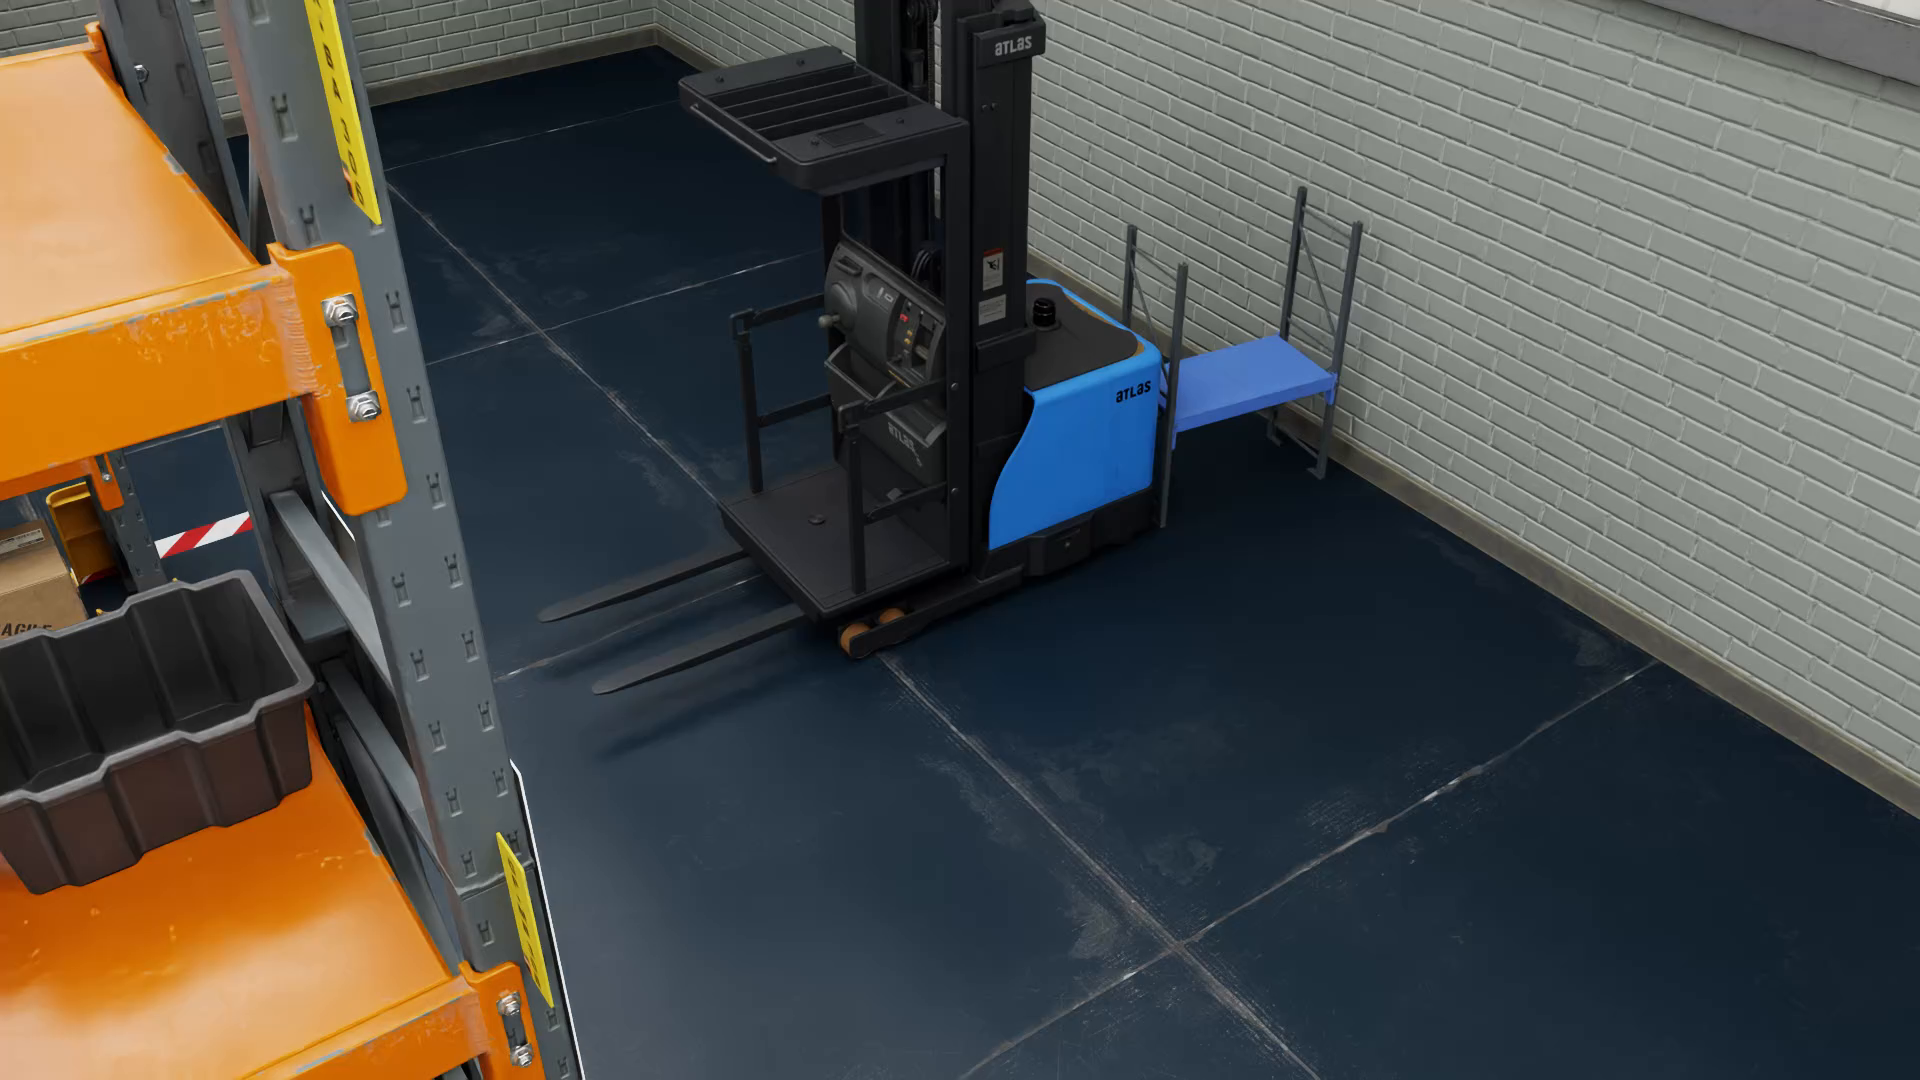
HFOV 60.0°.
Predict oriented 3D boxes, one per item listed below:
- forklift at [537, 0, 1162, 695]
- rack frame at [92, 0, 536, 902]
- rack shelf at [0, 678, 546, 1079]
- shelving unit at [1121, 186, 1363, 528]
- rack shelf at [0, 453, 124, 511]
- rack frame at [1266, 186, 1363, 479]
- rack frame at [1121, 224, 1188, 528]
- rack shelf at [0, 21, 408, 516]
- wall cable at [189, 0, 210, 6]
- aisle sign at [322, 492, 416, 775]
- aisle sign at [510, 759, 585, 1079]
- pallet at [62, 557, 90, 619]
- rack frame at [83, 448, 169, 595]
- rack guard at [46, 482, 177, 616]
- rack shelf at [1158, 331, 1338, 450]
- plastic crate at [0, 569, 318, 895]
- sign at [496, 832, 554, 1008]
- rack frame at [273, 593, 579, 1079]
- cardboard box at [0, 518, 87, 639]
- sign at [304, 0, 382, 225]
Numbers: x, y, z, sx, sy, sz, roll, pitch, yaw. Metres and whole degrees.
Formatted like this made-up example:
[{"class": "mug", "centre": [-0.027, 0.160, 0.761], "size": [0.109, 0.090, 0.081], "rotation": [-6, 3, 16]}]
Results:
[{"class": "forklift", "centre": [-0.517, -0.988, 7.427], "size": [3.031, 2.935, 1.130], "rotation": [-21, 41, -27]}, {"class": "rack frame", "centre": [-1.026, -0.905, 2.115], "size": [0.127, 3.000, 1.000], "rotation": [-22, 41, -28]}, {"class": "rack shelf", "centre": [-2.661, 1.277, 2.266], "size": [4.000, 0.370, 1.077], "rotation": [-22, 41, -28]}, {"class": "shelving unit", "centre": [1.399, -0.938, 8.583], "size": [1.048, 1.500, 0.538], "rotation": [-16, 39, -21]}, {"class": "rack shelf", "centre": [-5.511, 0.130, 6.430], "size": [4.000, 0.370, 1.077], "rotation": [-22, 41, -28]}, {"class": "rack frame", "centre": [1.854, -1.071, 8.768], "size": [0.032, 1.500, 0.500], "rotation": [-16, 39, -21]}, {"class": "rack frame", "centre": [0.945, -0.805, 8.398], "size": [0.032, 1.500, 0.500], "rotation": [-16, 39, -21]}, {"class": "rack shelf", "centre": [-2.661, 0.222, 1.507], "size": [4.000, 0.370, 1.077], "rotation": [-22, 41, -28]}, {"class": "wall cable", "centre": [-6.232, -4.493, 11.371], "size": [1.851, 1.984, 0.084], "rotation": [-22, 41, -28]}, {"class": "aisle sign", "centre": [-1.139, 0.309, 3.339], "size": [0.004, 0.787, 0.394], "rotation": [-22, 41, -28]}, {"class": "aisle sign", "centre": [-0.799, 0.590, 2.947], "size": [0.004, 0.787, 0.394], "rotation": [-22, 41, -28]}, {"class": "pallet", "centre": [-4.590, 0.591, 7.561], "size": [1.213, 0.211, 1.003], "rotation": [-22, 41, -28]}, {"class": "rack frame", "centre": [-3.877, -0.835, 7.156], "size": [0.127, 3.000, 1.000], "rotation": [-22, 41, -28]}, {"class": "rack guard", "centre": [-3.939, 0.205, 7.850], "size": [0.348, 0.500, 1.175], "rotation": [-22, 41, -28]}, {"class": "rack shelf", "centre": [1.399, -0.792, 8.688], "size": [1.000, 0.185, 0.538], "rotation": [-16, 39, -21]}, {"class": "plastic crate", "centre": [-1.501, 0.362, 3.034], "size": [0.590, 0.269, 0.497], "rotation": [-22, 41, -28]}, {"class": "sign", "centre": [-0.696, 0.612, 2.664], "size": [0.005, 0.325, 0.100], "rotation": [-22, 41, -28]}, {"class": "rack frame", "centre": [-1.026, 1.530, 3.867], "size": [0.127, 3.000, 1.000], "rotation": [-22, 41, -28]}, {"class": "cardboard box", "centre": [-4.179, 0.301, 7.339], "size": [0.500, 0.500, 0.500], "rotation": [-22, 41, -28]}, {"class": "sign", "centre": [-0.696, -0.517, 1.852], "size": [0.005, 0.325, 0.100], "rotation": [-22, 41, -28]}]
